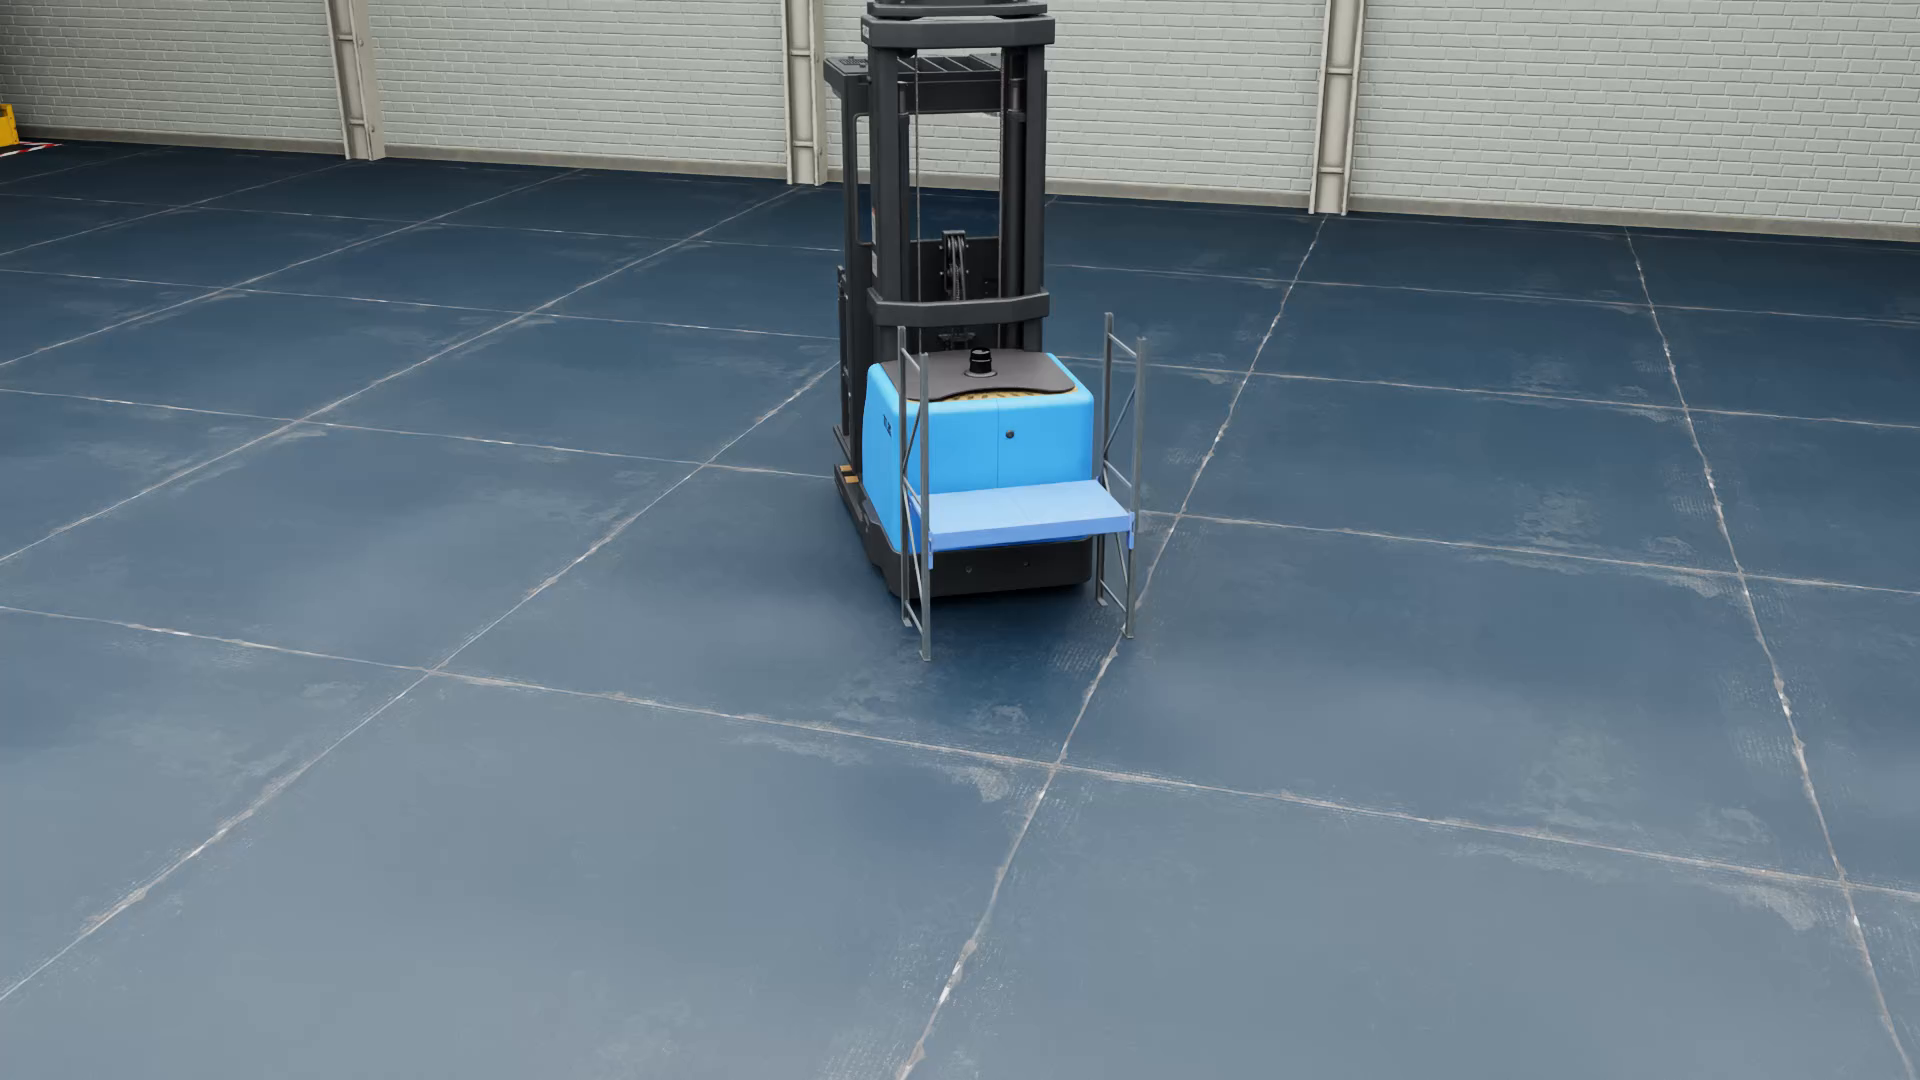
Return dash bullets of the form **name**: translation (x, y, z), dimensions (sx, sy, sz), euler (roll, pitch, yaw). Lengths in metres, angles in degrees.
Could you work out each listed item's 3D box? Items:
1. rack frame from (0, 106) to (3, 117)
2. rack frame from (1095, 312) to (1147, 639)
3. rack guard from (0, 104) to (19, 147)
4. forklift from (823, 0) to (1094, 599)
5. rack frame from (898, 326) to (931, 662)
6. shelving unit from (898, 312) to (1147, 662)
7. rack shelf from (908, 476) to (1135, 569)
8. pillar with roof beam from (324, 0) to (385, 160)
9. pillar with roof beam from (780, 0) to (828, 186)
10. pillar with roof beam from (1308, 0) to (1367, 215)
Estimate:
- **rack frame**: translation (-12.864, -6.488, 21.135), dimensions (0.127, 3.000, 1.000), euler (7, 23, 16)
- **rack frame**: translation (0.770, -0.305, 8.037), dimensions (0.032, 1.500, 0.500), euler (-6, 23, -13)
- **rack guard**: translation (-12.841, -5.329, 21.603), dimensions (0.348, 0.500, 1.175), euler (7, 23, 16)
- **forklift**: translation (-0.135, -1.590, 9.284), dimensions (1.130, 2.935, 3.031), euler (-5, 23, -11)
- **rack frame**: translation (-0.215, -0.210, 7.805), dimensions (0.032, 1.500, 0.500), euler (-6, 23, -13)
- **shelving unit**: translation (0.277, -0.257, 7.921), dimensions (1.048, 1.500, 0.538), euler (-6, 23, -13)
- **rack shelf**: translation (0.277, -0.091, 7.990), dimensions (1.000, 0.185, 0.538), euler (-6, 23, -13)
- **pillar with roof beam**: translation (-8.770, -7.446, 15.565), dimensions (0.400, 9.000, 9.100), euler (7, 23, 16)
- **pillar with roof beam**: translation (-3.026, -6.788, 13.961), dimensions (0.400, 9.000, 9.100), euler (7, 23, 16)
- **pillar with roof beam**: translation (2.719, -6.130, 12.358), dimensions (0.400, 9.000, 9.100), euler (7, 23, 16)
